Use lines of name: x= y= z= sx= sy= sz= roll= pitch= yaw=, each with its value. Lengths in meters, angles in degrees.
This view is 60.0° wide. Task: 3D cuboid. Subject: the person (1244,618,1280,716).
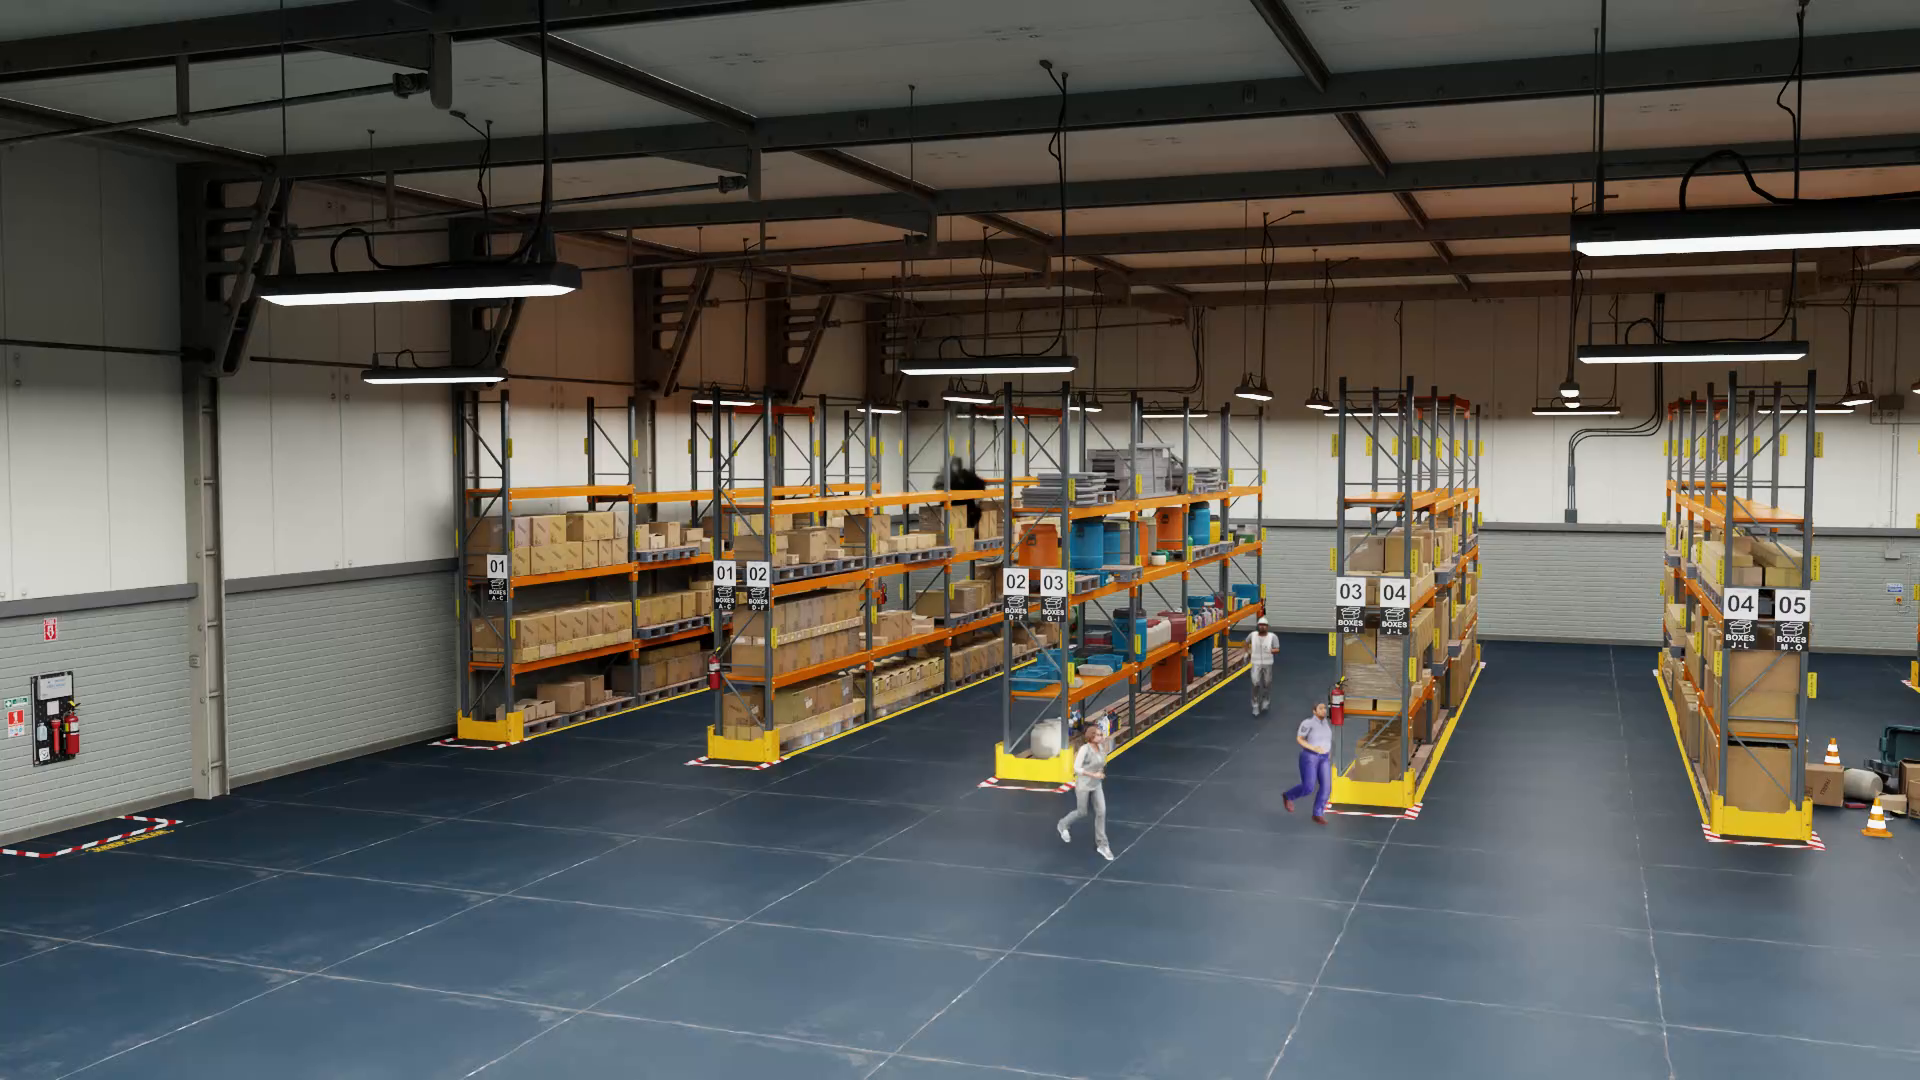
person: x=5.692 y=2.383 z=31.379 sx=0.663 sy=1.842 sz=0.782 roll=1 pitch=3 yaw=9

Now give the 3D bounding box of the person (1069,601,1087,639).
person: x=3.097 y=1.737 z=42.908 sx=0.667 sy=1.795 sz=0.913 roll=-3 pitch=4 yaw=-42

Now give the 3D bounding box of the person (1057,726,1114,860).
person: x=1.566 y=3.073 z=20.535 sx=0.563 sy=1.599 sz=0.931 roll=-3 pitch=4 yaw=-44

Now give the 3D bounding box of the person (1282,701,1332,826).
person: x=4.758 y=2.978 z=22.407 sx=0.611 sy=1.622 sz=0.757 roll=-2 pitch=4 yaw=-32
